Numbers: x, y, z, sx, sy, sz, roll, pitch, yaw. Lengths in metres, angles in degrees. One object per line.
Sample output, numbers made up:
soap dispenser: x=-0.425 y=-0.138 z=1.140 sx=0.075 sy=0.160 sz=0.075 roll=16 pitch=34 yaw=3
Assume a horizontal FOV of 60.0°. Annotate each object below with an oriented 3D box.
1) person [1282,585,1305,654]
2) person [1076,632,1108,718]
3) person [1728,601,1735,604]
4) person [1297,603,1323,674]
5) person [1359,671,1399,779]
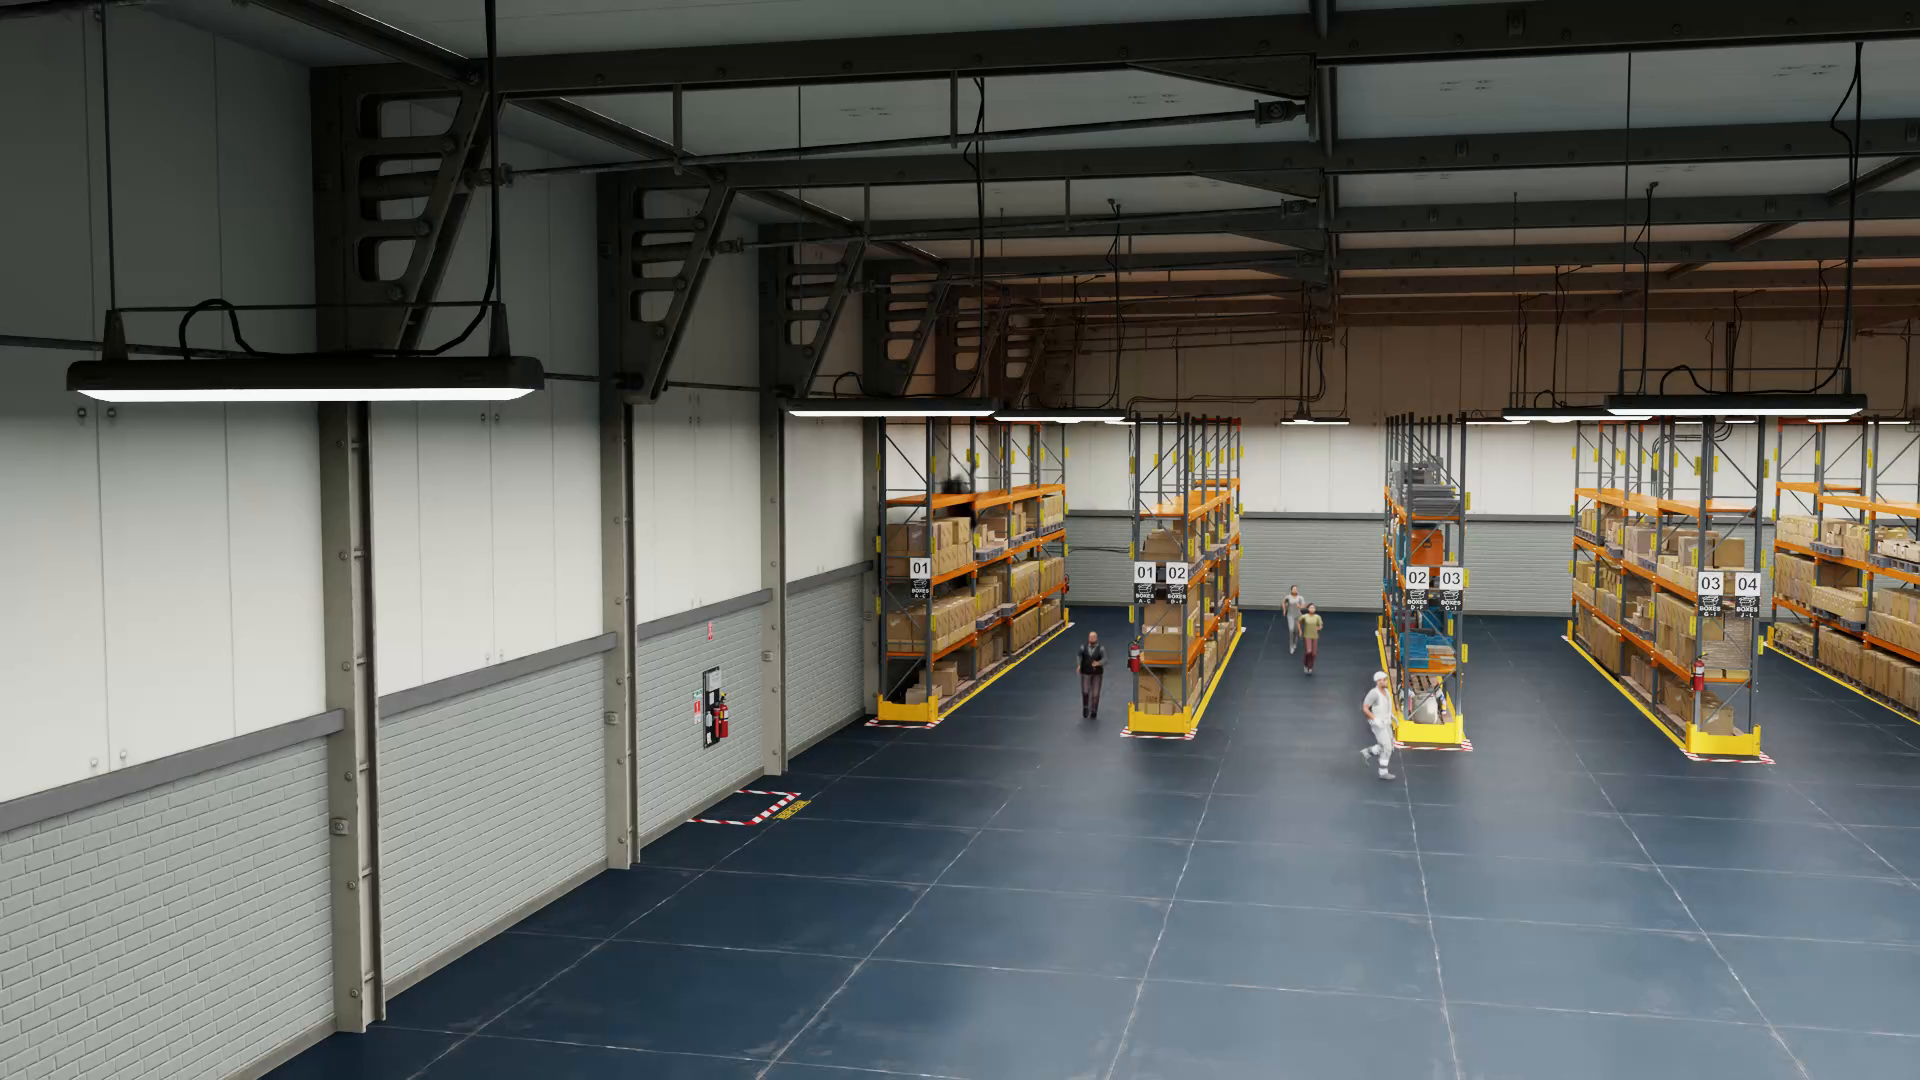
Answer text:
person: x=8.536 y=2.000 z=42.514 sx=0.541 sy=1.715 sz=0.830 roll=0 pitch=4 yaw=2
person: x=2.578 y=2.657 z=32.631 sx=0.639 sy=1.700 sz=0.670 roll=0 pitch=4 yaw=7
person: x=19.657 y=2.092 z=41.975 sx=0.699 sy=1.650 sz=0.986 roll=1 pitch=4 yaw=15
person: x=8.121 y=2.279 z=38.490 sx=0.550 sy=1.641 sz=0.638 roll=0 pitch=4 yaw=-2
person: x=6.815 y=3.009 z=27.169 sx=0.724 sy=1.747 sz=0.698 roll=4 pitch=5 yaw=44
